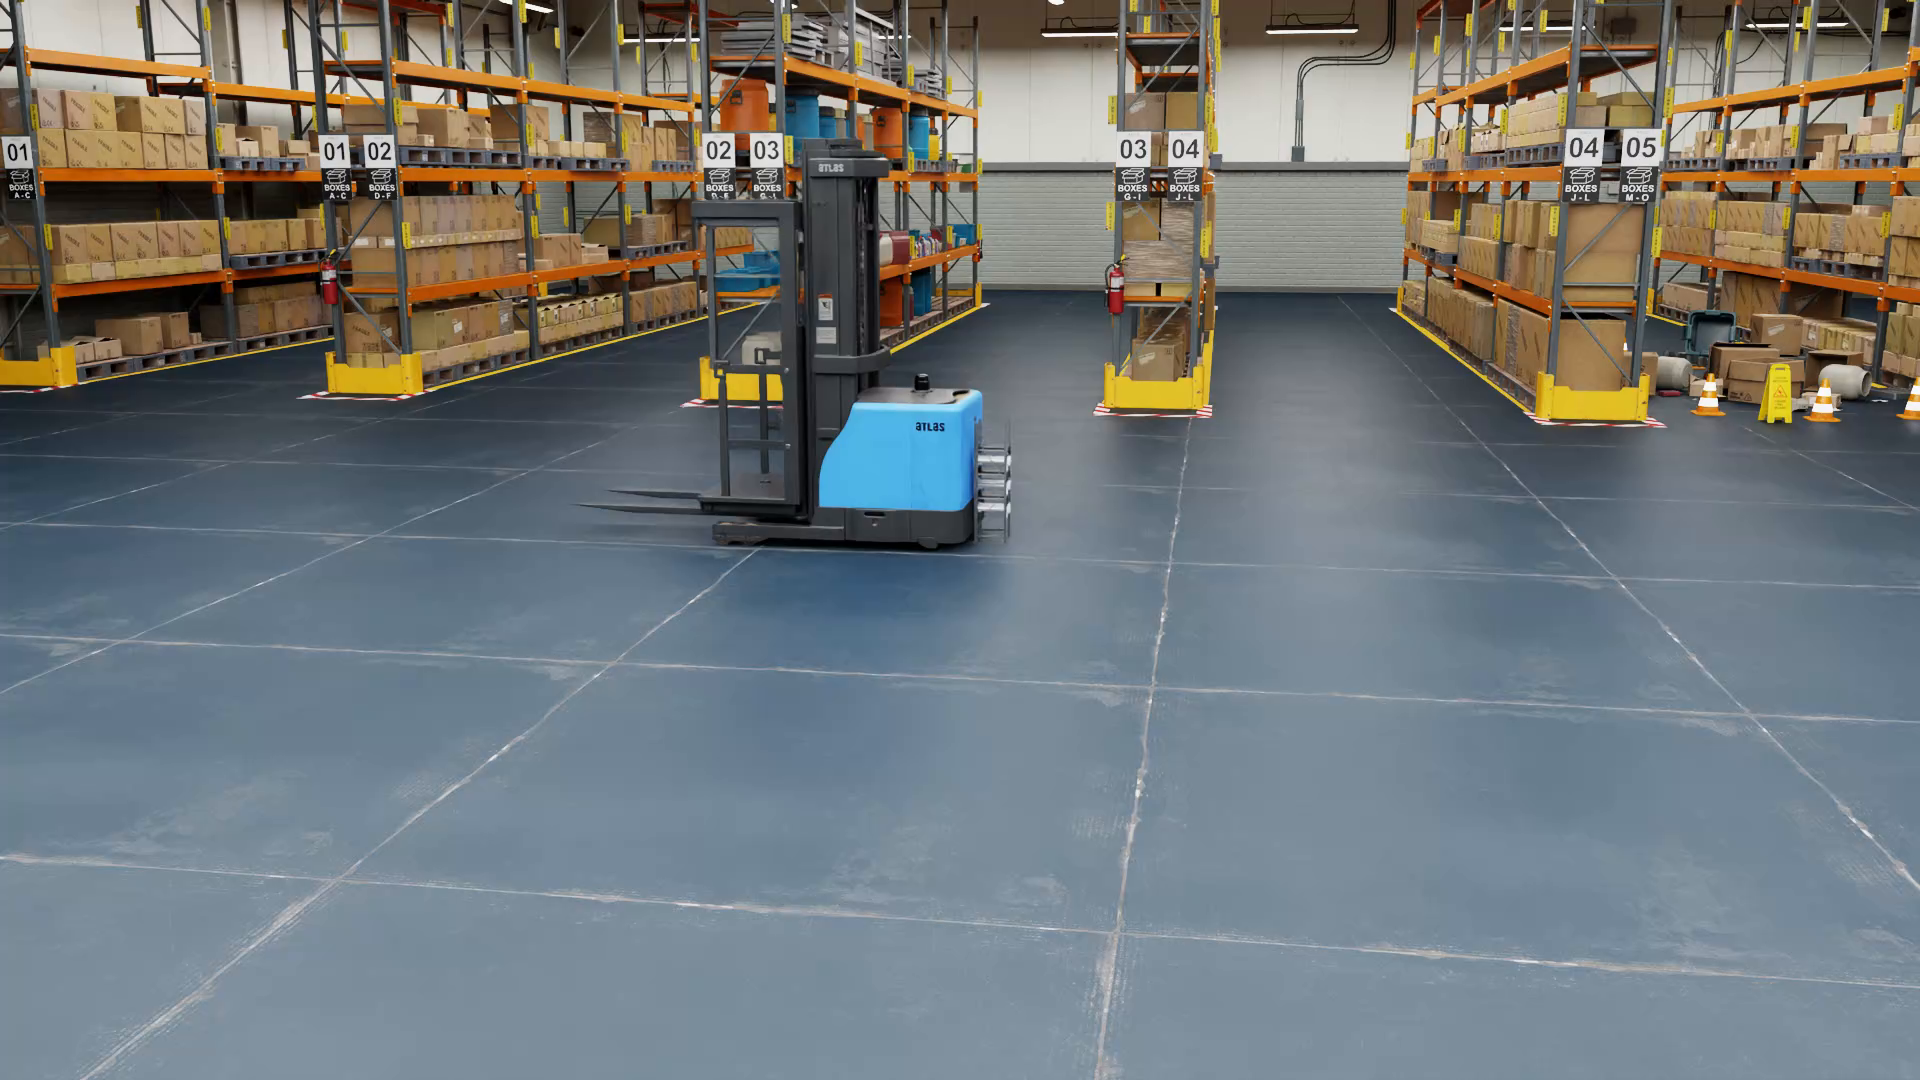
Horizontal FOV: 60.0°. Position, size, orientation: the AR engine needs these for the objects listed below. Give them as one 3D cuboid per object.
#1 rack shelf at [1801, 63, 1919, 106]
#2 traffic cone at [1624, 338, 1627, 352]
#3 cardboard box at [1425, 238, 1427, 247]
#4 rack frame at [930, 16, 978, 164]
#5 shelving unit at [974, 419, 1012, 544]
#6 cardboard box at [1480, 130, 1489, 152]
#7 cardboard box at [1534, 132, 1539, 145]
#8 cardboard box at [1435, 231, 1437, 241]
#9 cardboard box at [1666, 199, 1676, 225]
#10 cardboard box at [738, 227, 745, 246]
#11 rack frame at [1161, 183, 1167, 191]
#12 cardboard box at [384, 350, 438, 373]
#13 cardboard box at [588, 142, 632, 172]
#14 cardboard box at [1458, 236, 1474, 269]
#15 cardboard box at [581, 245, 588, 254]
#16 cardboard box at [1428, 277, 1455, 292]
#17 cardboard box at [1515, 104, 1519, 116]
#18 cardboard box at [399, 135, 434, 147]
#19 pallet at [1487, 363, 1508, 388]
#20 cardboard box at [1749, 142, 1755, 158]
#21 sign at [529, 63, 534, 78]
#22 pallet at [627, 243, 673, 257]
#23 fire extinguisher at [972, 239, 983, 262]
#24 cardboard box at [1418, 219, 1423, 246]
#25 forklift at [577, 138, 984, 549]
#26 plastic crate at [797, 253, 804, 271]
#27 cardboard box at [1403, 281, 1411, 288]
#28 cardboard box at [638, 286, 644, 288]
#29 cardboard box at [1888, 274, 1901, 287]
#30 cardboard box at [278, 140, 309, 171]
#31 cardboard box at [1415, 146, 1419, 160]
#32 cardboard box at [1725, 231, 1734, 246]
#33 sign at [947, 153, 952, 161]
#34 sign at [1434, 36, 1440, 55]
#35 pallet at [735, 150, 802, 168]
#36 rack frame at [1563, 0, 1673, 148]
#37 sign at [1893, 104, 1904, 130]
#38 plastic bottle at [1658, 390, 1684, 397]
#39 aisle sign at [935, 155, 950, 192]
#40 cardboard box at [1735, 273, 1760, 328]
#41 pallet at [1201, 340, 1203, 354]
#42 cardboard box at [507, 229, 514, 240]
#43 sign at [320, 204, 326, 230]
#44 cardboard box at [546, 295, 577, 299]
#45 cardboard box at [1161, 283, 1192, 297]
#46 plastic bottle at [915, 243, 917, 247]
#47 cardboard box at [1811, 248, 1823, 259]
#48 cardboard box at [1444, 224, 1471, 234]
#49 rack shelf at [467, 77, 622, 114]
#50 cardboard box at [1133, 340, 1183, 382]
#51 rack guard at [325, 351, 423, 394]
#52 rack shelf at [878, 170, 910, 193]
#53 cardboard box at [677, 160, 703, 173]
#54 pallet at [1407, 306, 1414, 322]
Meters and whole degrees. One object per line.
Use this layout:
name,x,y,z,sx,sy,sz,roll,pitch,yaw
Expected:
rack shelf,13.023,-6.363,23.315,1.077,0.370,4.000,2,12,9
traffic cone,9.507,-2.690,23.879,0.336,0.463,0.334,2,12,9
cardboard box,8.445,-5.271,29.432,0.380,0.149,0.250,2,12,9
rack frame,-0.125,-9.473,35.091,1.000,3.000,0.127,2,12,9
shelving unit,0.243,-0.432,12.363,0.258,0.900,0.210,2,12,9
cardboard box,7.939,-5.855,24.400,0.500,0.311,0.500,2,12,8
cardboard box,7.105,-4.810,19.935,0.380,0.149,0.250,2,12,9
cardboard box,8.246,-5.147,28.150,0.380,0.149,0.250,2,12,10
cardboard box,14.133,-6.398,32.451,0.500,0.500,0.500,2,12,7
cardboard box,-4.896,-6.541,35.485,0.500,0.500,0.500,2,12,9
rack frame,4.153,-5.547,31.114,1.000,3.000,0.127,2,12,9
cardboard box,-7.178,-2.337,21.746,0.500,0.250,0.500,2,12,9
cardboard box,-6.216,-6.644,28.844,0.910,0.500,0.500,2,12,9
cardboard box,8.088,-4.497,26.004,0.500,0.500,0.500,2,12,9
cardboard box,-6.579,-4.813,27.918,0.500,0.311,0.500,2,12,8
cardboard box,8.664,-4.570,29.737,0.500,0.250,0.500,1,12,6
cardboard box,7.339,-5.517,21.324,0.380,0.149,0.250,2,12,8
cardboard box,-7.125,-5.228,21.778,0.380,0.149,0.250,2,12,9
pallet,7.614,-2.181,22.115,1.003,0.211,1.213,2,12,9
cardboard box,13.319,-6.463,27.566,0.396,0.266,0.258,3,13,13
sign,-9.381,-10.269,36.378,0.100,0.325,0.005,2,12,9
pallet,-5.955,-5.348,30.643,1.003,0.211,1.213,2,12,9
fire extinguisher,0.347,-6.337,35.847,0.296,0.674,0.183,2,12,9
cardboard box,8.915,-5.778,31.240,0.500,0.500,0.500,2,12,7
forklift,-1.380,-1.498,12.487,3.031,2.935,1.130,2,12,10
plastic crate,-2.177,-3.907,23.652,0.767,0.338,0.504,2,12,9
cardboard box,9.238,-5.203,33.873,0.380,0.149,0.250,1,12,6
cardboard box,-6.183,-4.449,30.907,0.500,0.500,0.500,1,12,7
cardboard box,12.350,-3.383,21.667,0.380,0.149,0.250,2,12,8
cardboard box,-11.436,-6.456,27.918,0.797,0.503,0.637,4,13,17
cardboard box,9.161,-7.539,32.406,0.500,0.250,0.500,2,12,9
cardboard box,13.547,-5.206,28.697,0.500,0.250,0.500,2,12,10
sign,-0.197,-7.160,31.458,0.100,0.325,0.005,2,12,9
sign,8.505,-8.815,29.632,0.100,0.325,0.005,2,12,9
pallet,-2.362,-4.753,20.756,1.003,0.211,1.213,2,12,9
rack frame,7.193,-5.800,18.048,1.000,3.000,0.127,2,12,9
sign,12.166,-5.490,21.565,0.100,0.325,0.005,2,12,9
plastic bottle,8.938,-1.843,20.900,0.283,0.061,0.133,-2,12,-11
aisle sign,-0.408,-7.836,35.563,0.394,0.787,0.004,2,12,9
cardboard box,13.798,-4.073,28.319,0.875,0.875,0.875,2,12,10
pallet,3.227,-2.936,25.615,1.003,0.211,1.213,2,12,9
cardboard box,-6.735,-4.455,24.268,0.380,0.149,0.250,2,12,7
sign,-8.014,-4.073,20.964,0.100,0.325,0.005,2,12,9
cardboard box,-6.693,-3.963,27.960,0.500,0.311,0.500,2,12,7
cardboard box,2.587,-2.978,19.789,0.380,0.149,0.250,2,12,9
plastic bottle,-0.798,-5.087,29.285,0.097,0.271,0.097,0,12,0
cardboard box,12.870,-4.245,24.669,0.380,0.149,0.250,2,12,9
cardboard box,8.046,-5.023,26.869,0.380,0.149,0.250,1,12,6
rack shelf,-6.557,-7.006,26.298,1.077,0.370,4.000,2,12,9
cardboard box,2.420,-2.162,20.343,0.500,0.500,0.500,4,13,19
rack guard,-7.484,-2.144,21.256,1.175,0.500,0.348,2,12,9
rack shelf,-1.663,-5.574,25.823,1.077,0.370,4.000,2,12,9
cardboard box,-5.315,-7.355,32.740,0.500,0.250,0.500,2,12,9
pallet,9.292,-4.398,32.401,1.003,0.211,1.213,2,12,9
